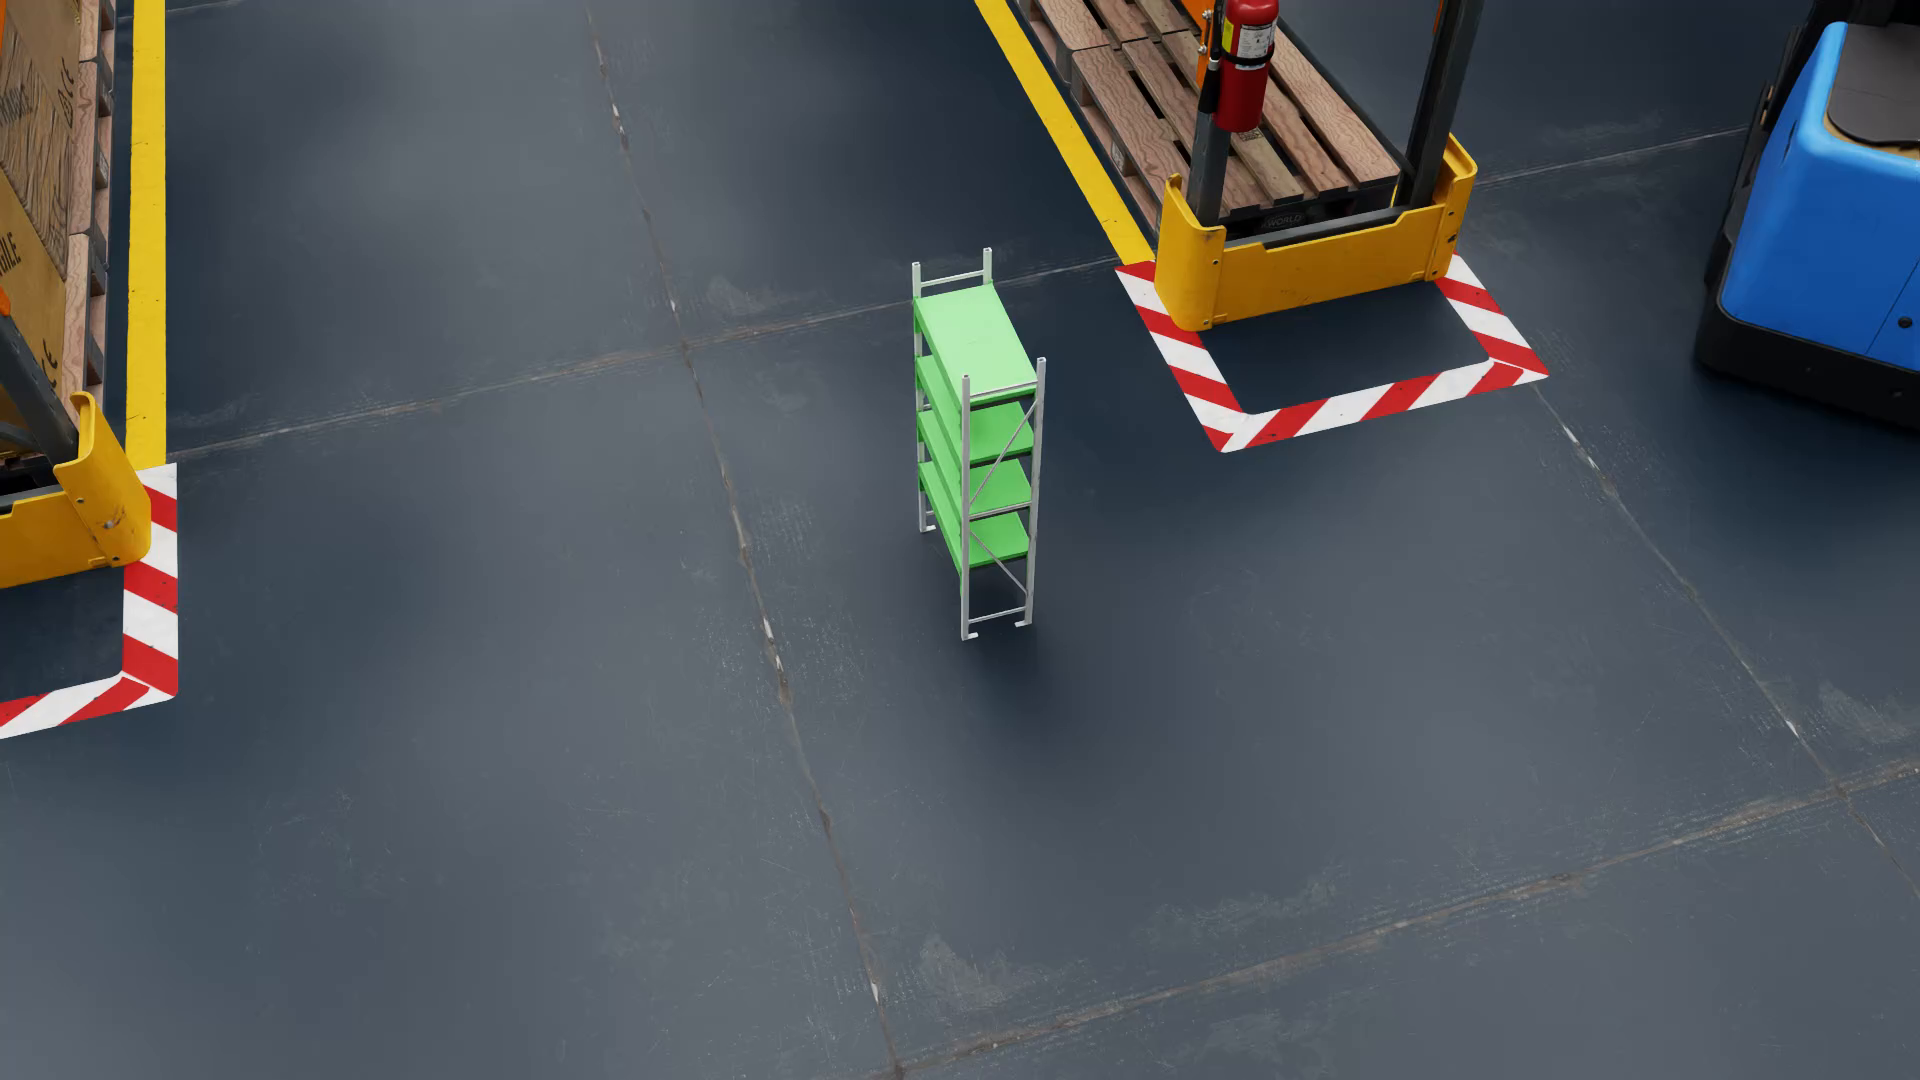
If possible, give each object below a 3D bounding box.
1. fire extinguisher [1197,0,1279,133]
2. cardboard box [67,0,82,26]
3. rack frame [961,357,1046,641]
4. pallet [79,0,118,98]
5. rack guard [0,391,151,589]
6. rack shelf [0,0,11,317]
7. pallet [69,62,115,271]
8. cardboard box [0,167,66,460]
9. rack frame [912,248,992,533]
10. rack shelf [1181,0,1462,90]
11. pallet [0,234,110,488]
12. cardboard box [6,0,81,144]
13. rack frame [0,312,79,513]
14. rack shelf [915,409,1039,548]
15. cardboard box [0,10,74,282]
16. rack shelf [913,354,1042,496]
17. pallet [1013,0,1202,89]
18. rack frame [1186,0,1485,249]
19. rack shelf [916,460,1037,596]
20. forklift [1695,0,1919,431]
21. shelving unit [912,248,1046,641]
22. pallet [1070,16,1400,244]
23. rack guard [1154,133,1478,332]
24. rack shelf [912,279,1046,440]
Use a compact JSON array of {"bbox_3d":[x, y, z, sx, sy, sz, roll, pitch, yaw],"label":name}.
[{"bbox_3d":[0.953,-1.672,5.493,0.296,0.674,0.183,-13,51,-11],"label":"fire extinguisher"},{"bbox_3d":[-4.453,-2.782,7.249,0.875,0.875,0.875,-13,51,-11],"label":"cardboard box"},{"bbox_3d":[0.121,-0.088,5.039,0.240,1.200,0.015,-13,51,-11],"label":"rack frame"},{"bbox_3d":[-4.421,-2.360,7.602,1.003,0.211,1.213,-13,51,-11],"label":"pallet"},{"bbox_3d":[-3.382,-0.087,5.497,1.175,0.500,0.348,-13,51,-11],"label":"rack guard"},{"bbox_3d":[-3.980,-2.139,6.062,1.077,0.370,4.000,-13,51,-11],"label":"rack shelf"},{"bbox_3d":[-4.057,-1.468,6.849,1.003,0.211,1.213,-13,51,-11],"label":"pallet"},{"bbox_3d":[-3.654,-0.810,5.586,0.875,0.875,0.875,-13,51,-11],"label":"cardboard box"},{"bbox_3d":[-0.023,-0.444,5.340,0.240,1.200,0.015,-13,51,-11],"label":"rack frame"},{"bbox_3d":[0.751,-3.259,7.006,1.077,0.370,4.000,-13,51,-11],"label":"rack shelf"},{"bbox_3d":[-3.700,-0.578,6.099,1.003,0.211,1.213,-13,51,-11],"label":"pallet"},{"bbox_3d":[-4.187,-2.125,6.695,0.875,0.875,0.875,-13,51,-11],"label":"cardboard box"},{"bbox_3d":[-3.389,-0.911,4.556,1.000,3.000,0.127,-13,51,-11],"label":"rack frame"},{"bbox_3d":[0.049,-0.225,5.238,0.258,0.148,0.480,-13,51,-11],"label":"rack shelf"},{"bbox_3d":[-3.923,-1.475,6.147,0.875,0.875,0.875,-13,51,-11],"label":"cardboard box"},{"bbox_3d":[0.049,-0.379,5.055,0.258,0.148,0.480,-13,51,-11],"label":"rack shelf"},{"bbox_3d":[0.779,-2.632,7.831,1.003,0.211,1.213,-13,51,-11],"label":"pallet"},{"bbox_3d":[1.343,-2.030,5.500,1.000,3.000,0.127,-13,51,-11],"label":"rack frame"},{"bbox_3d":[0.049,-0.070,5.422,0.258,0.148,0.480,-13,51,-11],"label":"rack shelf"},{"bbox_3d":[3.863,-2.426,5.878,1.130,2.935,3.031,20,53,16],"label":"forklift"},{"bbox_3d":[0.049,-0.266,5.189,0.258,1.200,0.503,-13,51,-11],"label":"shelving unit"},{"bbox_3d":[1.136,-1.743,7.081,1.003,0.211,1.213,-13,51,-11],"label":"pallet"},{"bbox_3d":[1.362,-1.210,6.443,1.175,0.500,0.348,-13,51,-11],"label":"rack guard"},{"bbox_3d":[0.049,-0.534,4.871,0.258,0.148,0.480,-13,51,-11],"label":"rack shelf"}]
